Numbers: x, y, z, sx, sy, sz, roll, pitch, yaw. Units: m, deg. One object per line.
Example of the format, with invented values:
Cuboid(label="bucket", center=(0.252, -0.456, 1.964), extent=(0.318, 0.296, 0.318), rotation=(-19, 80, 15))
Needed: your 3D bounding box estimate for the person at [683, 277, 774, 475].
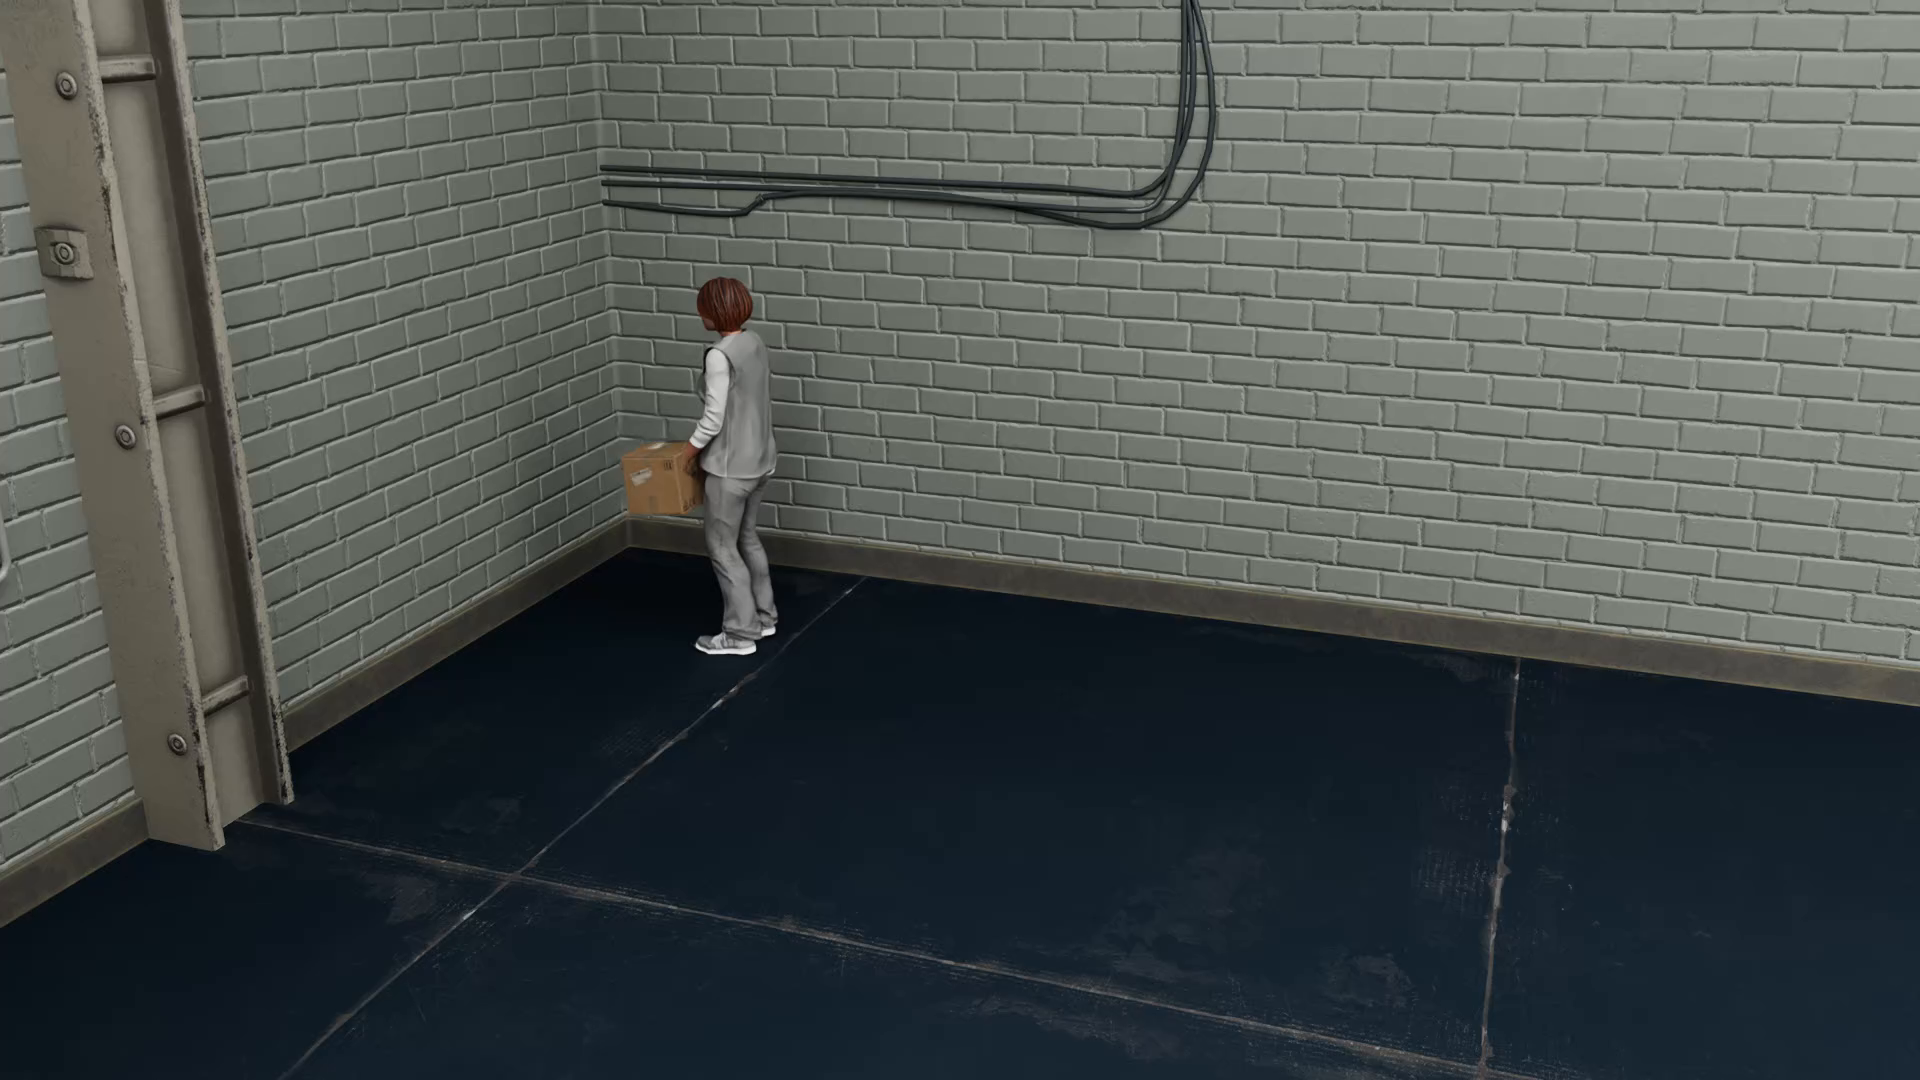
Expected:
Cuboid(label="person", center=(-0.983, -0.657, 6.839), extent=(0.383, 0.863, 0.444), rotation=(6, 20, 17))
